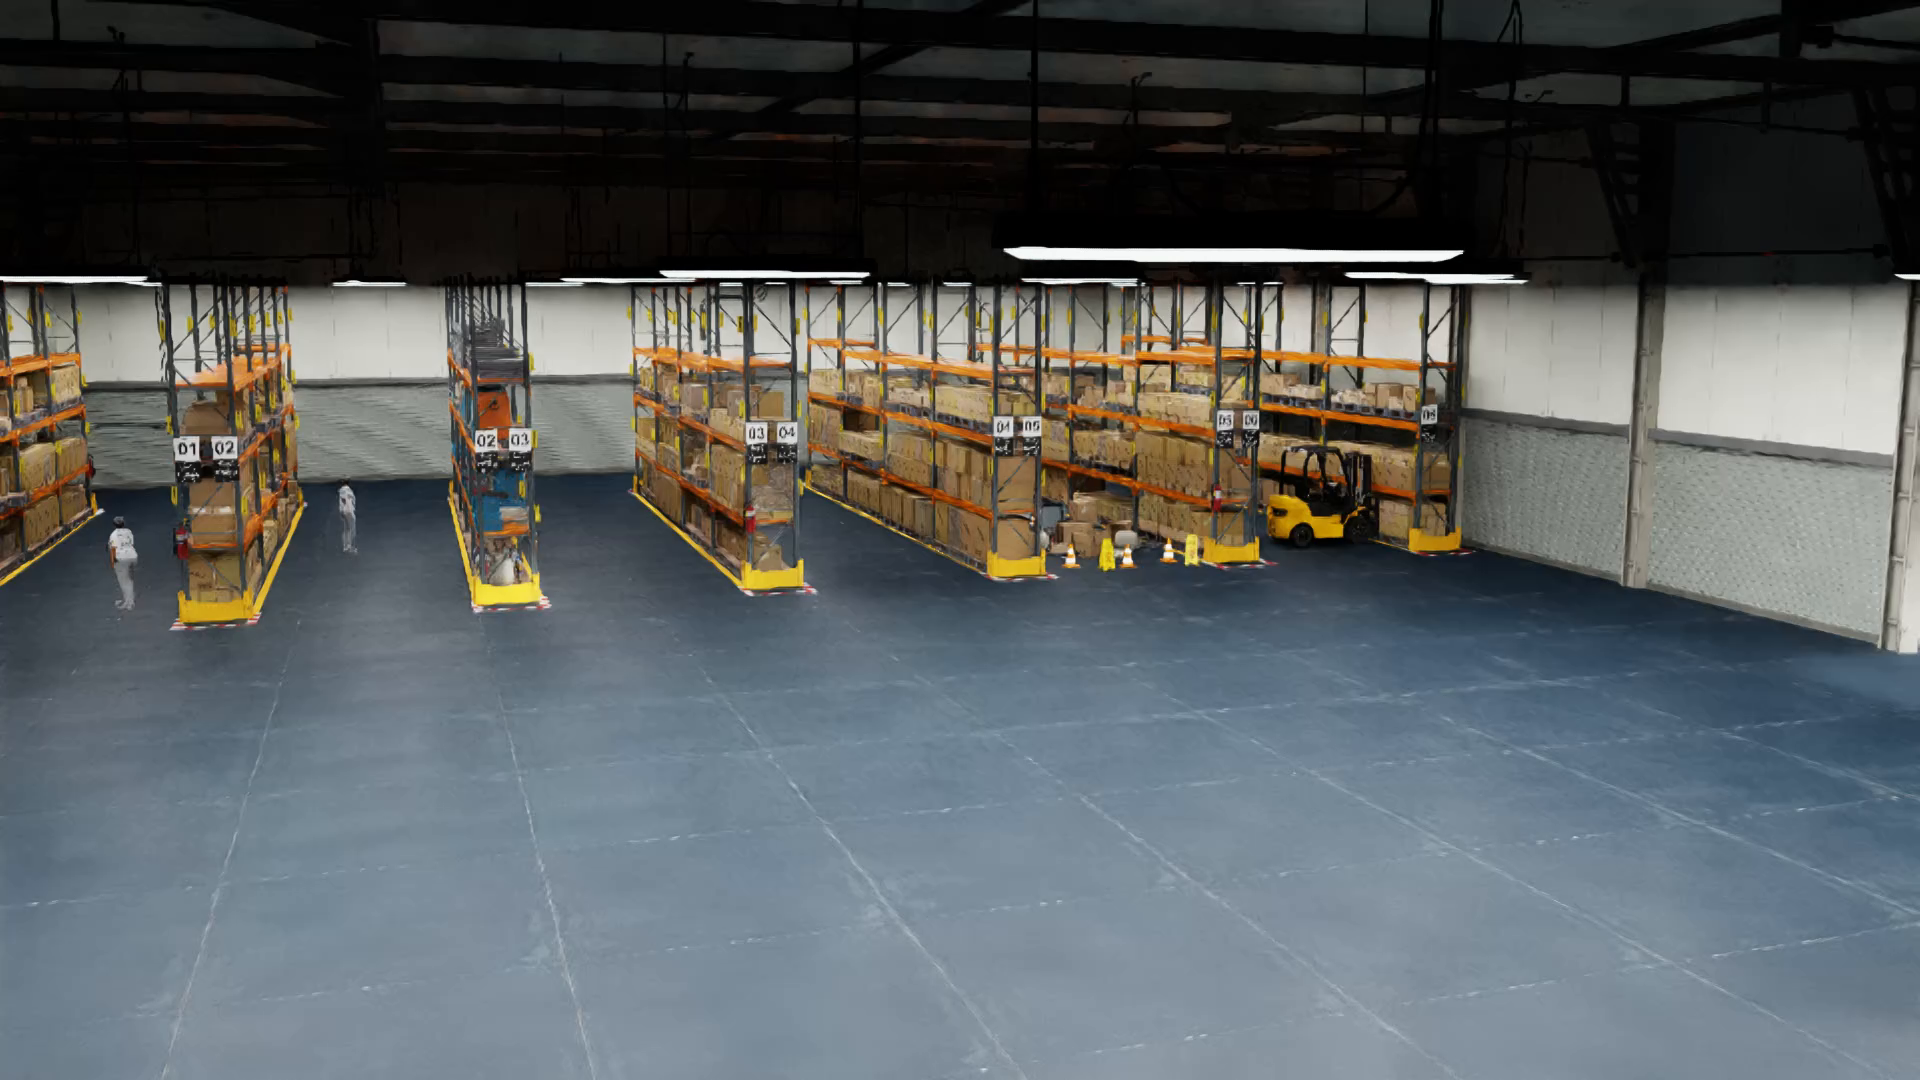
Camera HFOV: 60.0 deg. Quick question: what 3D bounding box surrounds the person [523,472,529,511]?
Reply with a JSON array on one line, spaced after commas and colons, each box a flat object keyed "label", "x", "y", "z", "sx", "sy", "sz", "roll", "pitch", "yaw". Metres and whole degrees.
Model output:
[{"label": "person", "x": -11.294, "y": -1.608, "z": 43.068, "sx": 0.440, "sy": 1.683, "sz": 0.551, "roll": -8, "pitch": 12, "yaw": -44}]

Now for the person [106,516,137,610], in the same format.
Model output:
[{"label": "person", "x": -15.102, "y": 0.388, "z": 29.951, "sx": 0.556, "sy": 1.659, "sz": 0.597, "roll": 1, "pitch": 9, "yaw": 9}]

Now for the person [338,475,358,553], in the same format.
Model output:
[{"label": "person", "x": -13.394, "y": -0.564, "z": 36.412, "sx": 0.538, "sy": 1.727, "sz": 0.362, "roll": 8, "pitch": 12, "yaw": 44}]

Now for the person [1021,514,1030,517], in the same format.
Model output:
[{"label": "person", "x": 1.438, "y": -1.115, "z": 39.913, "sx": 0.509, "sy": 1.574, "sz": 0.525, "roll": 2, "pitch": 9, "yaw": 12}]
